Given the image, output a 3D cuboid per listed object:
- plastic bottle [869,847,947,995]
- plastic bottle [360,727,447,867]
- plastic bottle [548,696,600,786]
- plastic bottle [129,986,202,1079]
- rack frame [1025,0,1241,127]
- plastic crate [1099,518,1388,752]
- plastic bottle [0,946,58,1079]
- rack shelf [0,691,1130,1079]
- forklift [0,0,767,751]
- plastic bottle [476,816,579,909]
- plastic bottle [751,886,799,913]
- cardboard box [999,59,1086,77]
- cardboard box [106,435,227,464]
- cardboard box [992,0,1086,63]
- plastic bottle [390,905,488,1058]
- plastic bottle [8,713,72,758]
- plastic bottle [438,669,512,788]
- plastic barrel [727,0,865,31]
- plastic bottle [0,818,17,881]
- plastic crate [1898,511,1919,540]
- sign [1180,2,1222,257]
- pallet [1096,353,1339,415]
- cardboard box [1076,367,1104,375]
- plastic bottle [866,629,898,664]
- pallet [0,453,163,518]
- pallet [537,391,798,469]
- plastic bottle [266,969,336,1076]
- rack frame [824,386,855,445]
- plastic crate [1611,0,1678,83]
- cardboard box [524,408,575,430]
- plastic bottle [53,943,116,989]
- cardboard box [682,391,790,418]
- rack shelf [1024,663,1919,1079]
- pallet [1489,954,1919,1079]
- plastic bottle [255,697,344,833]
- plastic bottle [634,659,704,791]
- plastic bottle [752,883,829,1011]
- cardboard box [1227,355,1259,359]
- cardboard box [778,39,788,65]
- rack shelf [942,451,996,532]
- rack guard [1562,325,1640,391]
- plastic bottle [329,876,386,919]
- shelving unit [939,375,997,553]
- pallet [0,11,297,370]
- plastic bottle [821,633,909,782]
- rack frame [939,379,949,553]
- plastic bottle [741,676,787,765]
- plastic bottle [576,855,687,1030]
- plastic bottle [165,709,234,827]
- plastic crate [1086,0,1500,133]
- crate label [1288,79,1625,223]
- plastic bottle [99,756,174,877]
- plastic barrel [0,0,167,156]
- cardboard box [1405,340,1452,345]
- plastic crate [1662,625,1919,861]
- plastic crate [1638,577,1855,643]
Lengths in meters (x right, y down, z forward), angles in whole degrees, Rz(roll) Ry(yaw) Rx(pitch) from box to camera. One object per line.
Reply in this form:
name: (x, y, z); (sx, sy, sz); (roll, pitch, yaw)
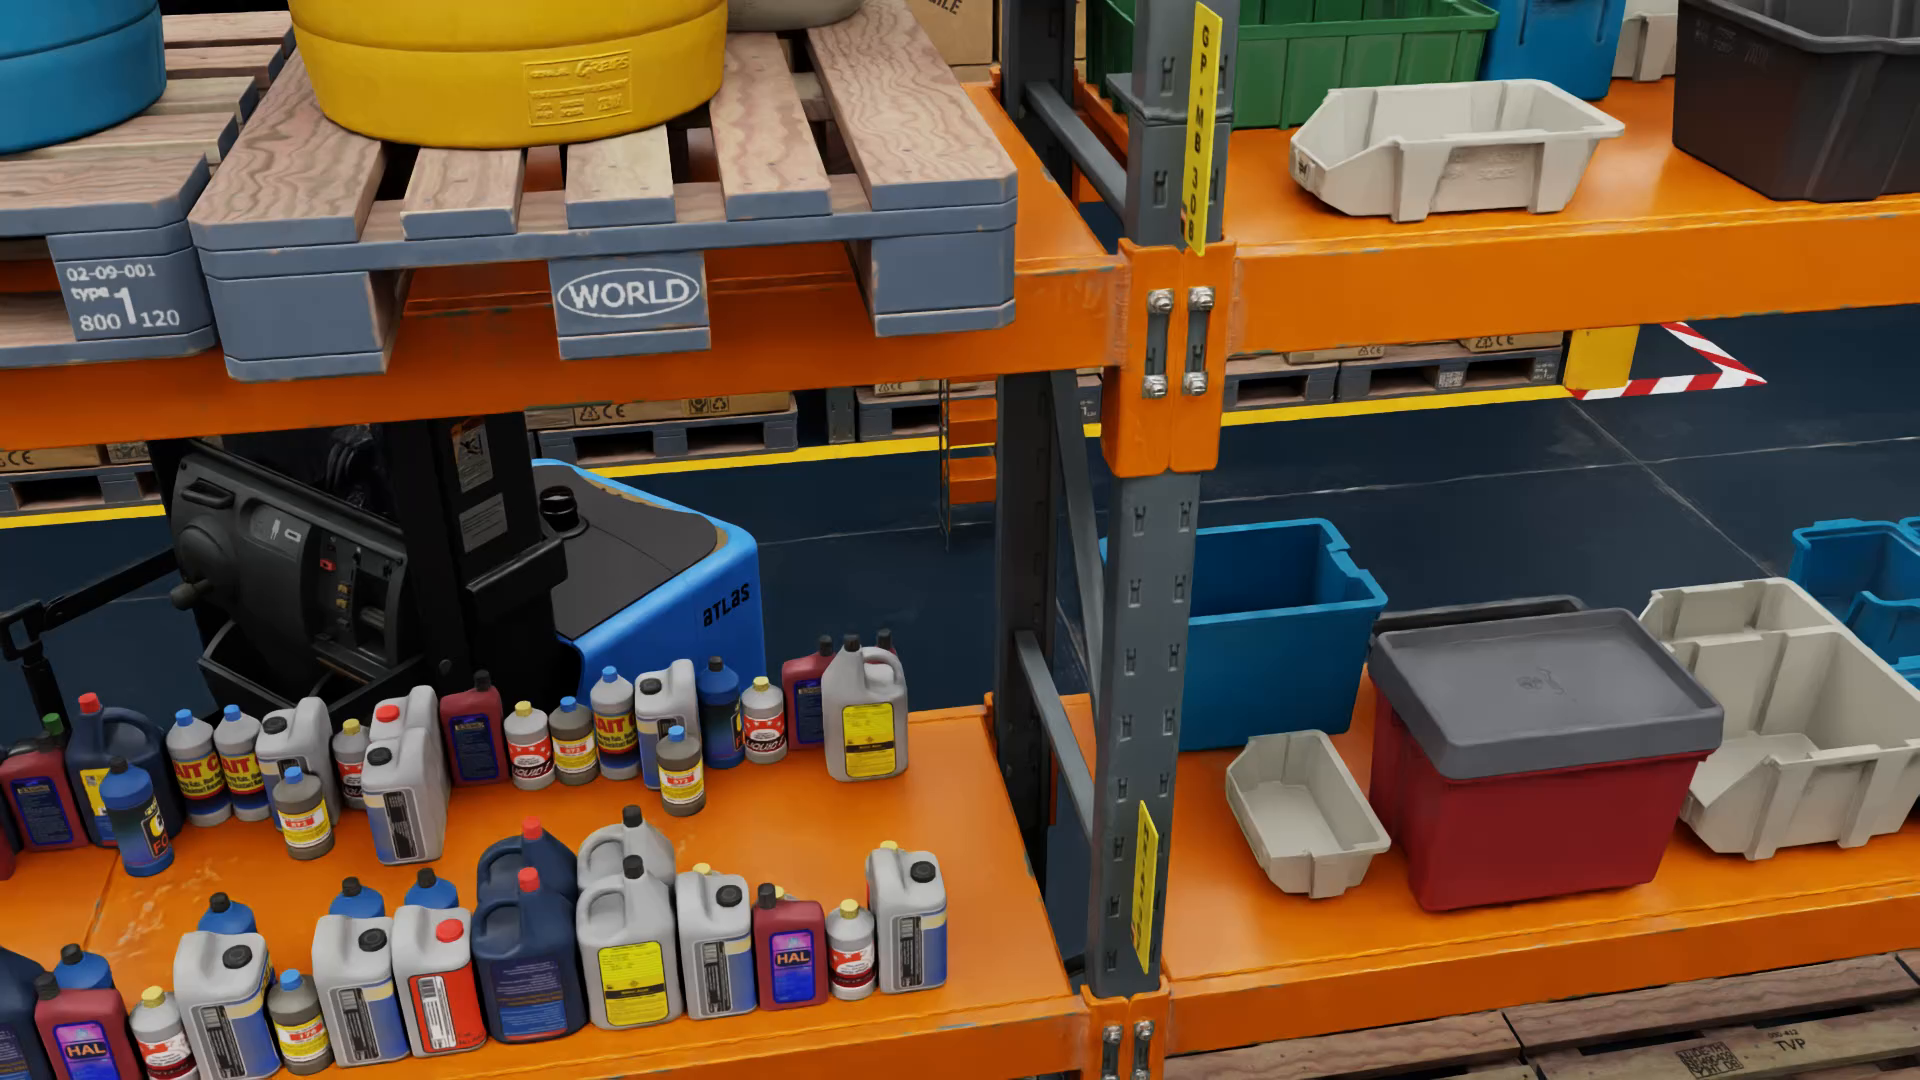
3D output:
plastic bottle: (-0.099, 0.716, 3.195); (0.135, 0.276, 0.152); (-5, 31, -9)
plastic bottle: (-1.177, 0.531, 3.509); (0.135, 0.276, 0.152); (-5, 31, -9)
plastic bottle: (-0.868, 0.443, 3.734); (0.097, 0.201, 0.097); (0, 30, 0)
plastic bottle: (-1.424, 0.885, 2.981); (0.097, 0.201, 0.097); (0, 30, 0)
rack frame: (0.230, -2.121, 1.979); (0.127, 3.000, 1.000); (-5, 31, -9)
plastic crate: (0.628, 0.234, 3.850); (0.575, 0.384, 0.392); (-5, 31, -9)
plastic bottle: (-1.698, 0.834, 2.921); (0.185, 0.351, 0.144); (-5, 31, -9)
rack shelf: (-1.737, 0.958, 3.371); (4.000, 0.370, 1.077); (-5, 31, -9)
forklift: (-1.862, 0.117, 4.159); (1.130, 2.935, 3.031); (19, 35, 29)
plastic bottle: (-0.823, 0.679, 3.185); (0.185, 0.351, 0.144); (-5, 31, -9)
plastic bottle: (-0.350, 0.754, 3.204); (0.097, 0.201, 0.097); (0, 30, 0)
cardboard box: (0.395, -2.007, 7.605); (0.500, 0.500, 0.500); (-5, 31, -8)
cardboard box: (-3.580, -0.701, 7.515); (0.500, 0.500, 0.500); (-6, 31, -11)
cardboard box: (0.363, -2.429, 7.336); (0.500, 0.500, 0.500); (-6, 31, -10)
plastic bottle: (-0.955, 0.795, 3.060); (0.135, 0.276, 0.152); (-5, 31, -9)
plastic bottle: (-1.946, 0.498, 3.559); (0.133, 0.283, 0.061); (-5, 31, -9)
plastic bottle: (-1.081, 0.417, 3.696); (0.133, 0.283, 0.061); (-5, 31, -9)
plastic barrel: (-0.333, -1.144, 2.729); (0.433, 0.535, 0.433); (0, 30, 0)
plastic bottle: (-2.051, 0.582, 3.416); (0.133, 0.283, 0.061); (-5, 31, -9)
plastic crate: (2.568, 0.125, 4.184); (0.300, 0.233, 0.416); (-5, 31, -9)
sign: (0.328, -0.557, 2.270); (0.005, 0.325, 0.100); (-5, 31, -9)
pallet: (1.220, -0.978, 8.705); (1.213, 0.211, 1.003); (-5, 31, -9)
cardboard box: (0.643, -0.987, 8.331); (0.250, 0.166, 0.380); (-5, 31, -9)
plastic bottle: (-0.207, 0.336, 3.834); (0.133, 0.283, 0.061); (-5, 31, -9)
pallet: (-3.852, -0.487, 7.870); (1.213, 0.211, 1.003); (-5, 31, -9)
pallet: (-1.451, -0.709, 8.248); (1.213, 0.211, 1.003); (-5, 31, -9)
plastic bottle: (-1.196, 0.864, 3.017); (0.097, 0.201, 0.097); (0, 30, 0)
rack frame: (-0.658, -2.005, 7.700); (0.127, 3.000, 1.000); (-5, 31, -9)
plastic crate: (1.413, -1.020, 3.326); (0.466, 0.136, 0.293); (-5, 31, -9)
cardboard box: (-2.073, -0.842, 7.755); (0.500, 0.500, 0.500); (-5, 31, -8)
plastic bottle: (-1.566, 0.837, 2.994); (0.097, 0.271, 0.097); (0, 30, 0)
cardboard box: (-1.092, -0.929, 7.902); (0.500, 0.500, 0.500); (-5, 31, -9)
rack shelf: (2.198, 0.593, 3.992); (4.000, 0.370, 1.077); (-5, 31, -9)
pallet: (2.149, 1.468, 4.545); (1.213, 0.211, 1.003); (-5, 31, -9)
plastic bottle: (-1.433, 0.477, 3.602); (0.135, 0.276, 0.152); (-5, 31, -9)
plastic bottle: (-0.654, 0.405, 3.725); (0.135, 0.276, 0.152); (-5, 31, -9)
plastic bottle: (-0.318, 0.757, 3.119); (0.133, 0.283, 0.061); (-5, 31, -9)
cardboard box: (1.189, -1.292, 8.517); (0.637, 0.503, 0.797); (-5, 31, -9)
cardboard box: (-1.164, -2.297, 7.684); (0.500, 0.500, 0.700); (-16, 34, -25)
rack shelf: (0.053, -0.209, 7.138); (0.240, 0.259, 0.215); (-5, 31, -9)
rack guard: (3.202, -1.285, 8.943); (0.348, 0.500, 1.175); (-5, 31, -9)
plastic bottle: (-1.128, 0.749, 3.144); (0.097, 0.271, 0.097); (0, 30, 0)
shelving unit: (0.053, -0.457, 6.992); (0.252, 1.050, 0.215); (-5, 31, -9)
pallet: (-1.638, -0.521, 2.404); (1.213, 0.211, 1.003); (-5, 31, -9)
plastic bottle: (-0.214, 0.361, 3.726); (0.185, 0.351, 0.144); (-5, 31, -9)
rack frame: (-0.067, -0.446, 6.973); (0.008, 1.050, 0.200); (-5, 31, -9)
plastic bottle: (-0.449, 0.404, 3.800); (0.097, 0.201, 0.097); (0, 30, 0)
plastic bottle: (-0.615, 0.734, 3.092); (0.185, 0.351, 0.144); (-5, 31, -9)
plastic bottle: (-1.647, 0.485, 3.593); (0.097, 0.271, 0.097); (0, 30, 0)
plastic crate: (0.593, -0.926, 3.115); (0.662, 0.188, 0.450); (-5, 31, -9)
crate label: (0.764, -0.615, 2.637); (0.466, 0.136, 0.293); (-5, 31, -9)
plastic bottle: (-1.717, 0.565, 3.456); (0.097, 0.271, 0.097); (0, 30, 0)
plastic barrel: (-1.421, -0.993, 2.111); (0.708, 0.901, 0.600); (-5, 31, -9)
cardboard box: (2.371, -1.174, 8.648); (0.250, 0.166, 0.380); (-5, 31, -9)
plastic crate: (1.766, 0.443, 3.595); (0.530, 0.282, 0.437); (-5, 31, -9)
plastic crate: (1.889, 0.244, 4.076); (0.466, 0.136, 0.293); (-5, 31, -9)
